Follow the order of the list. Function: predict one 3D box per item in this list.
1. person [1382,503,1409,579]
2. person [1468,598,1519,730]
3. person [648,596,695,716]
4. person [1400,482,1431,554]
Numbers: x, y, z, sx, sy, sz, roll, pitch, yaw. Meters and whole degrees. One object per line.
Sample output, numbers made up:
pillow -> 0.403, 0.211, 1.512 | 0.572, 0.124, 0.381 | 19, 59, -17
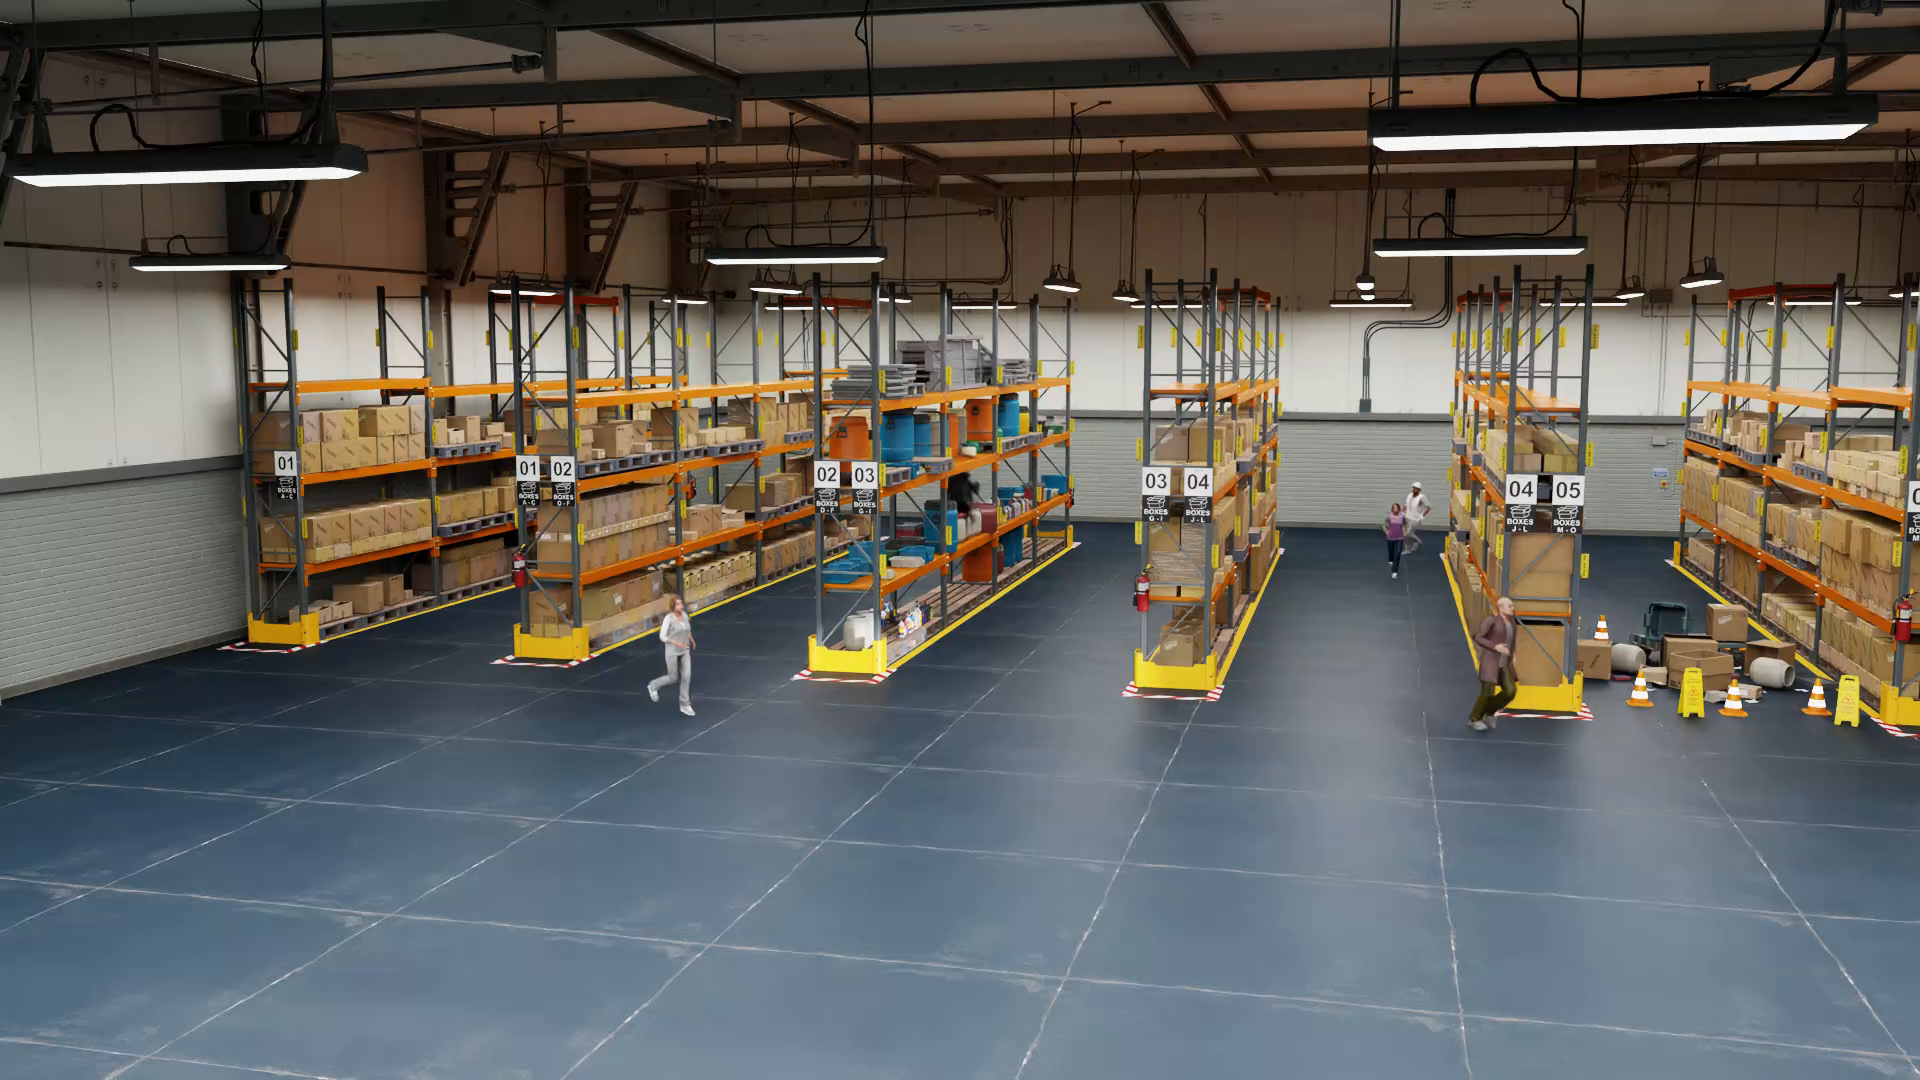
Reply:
person -> 9.244, 0.006, 35.324 | 0.547, 1.571, 0.759 | 1, 7, 11
person -> 6.959, 1.598, 21.366 | 0.714, 1.715, 0.632 | -2, 7, -18
person -> -3.855, 1.544, 22.474 | 0.806, 1.591, 0.549 | 6, 9, 41
person -> 10.595, -0.495, 38.856 | 0.550, 1.710, 0.730 | -4, 8, -28
